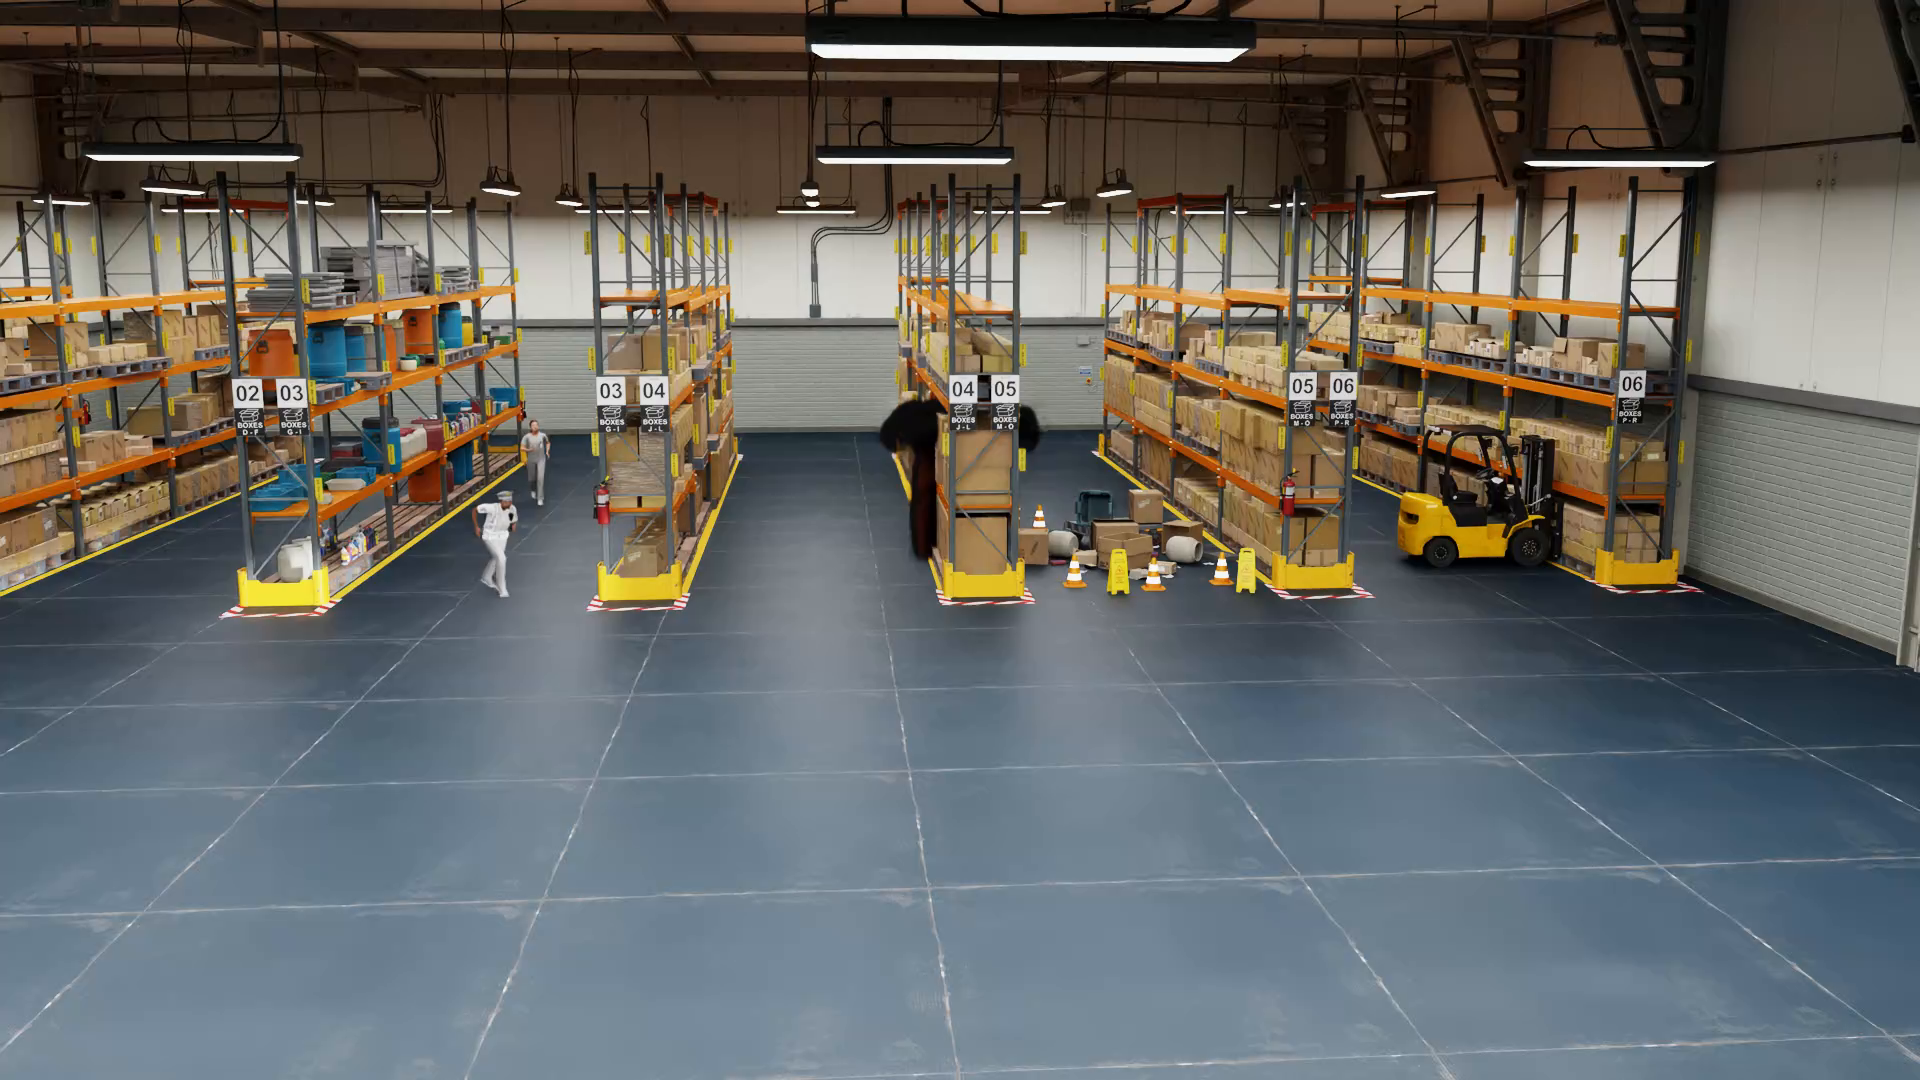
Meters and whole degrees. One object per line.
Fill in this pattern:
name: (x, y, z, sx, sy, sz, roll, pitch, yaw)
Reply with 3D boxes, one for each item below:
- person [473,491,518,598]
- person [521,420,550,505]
person: (-6.757, 0.051, 24.107, 0.623, 1.607, 0.963, -9, 14, -42)
person: (-8.293, -1.538, 32.548, 0.565, 1.645, 0.946, -3, 10, -15)
